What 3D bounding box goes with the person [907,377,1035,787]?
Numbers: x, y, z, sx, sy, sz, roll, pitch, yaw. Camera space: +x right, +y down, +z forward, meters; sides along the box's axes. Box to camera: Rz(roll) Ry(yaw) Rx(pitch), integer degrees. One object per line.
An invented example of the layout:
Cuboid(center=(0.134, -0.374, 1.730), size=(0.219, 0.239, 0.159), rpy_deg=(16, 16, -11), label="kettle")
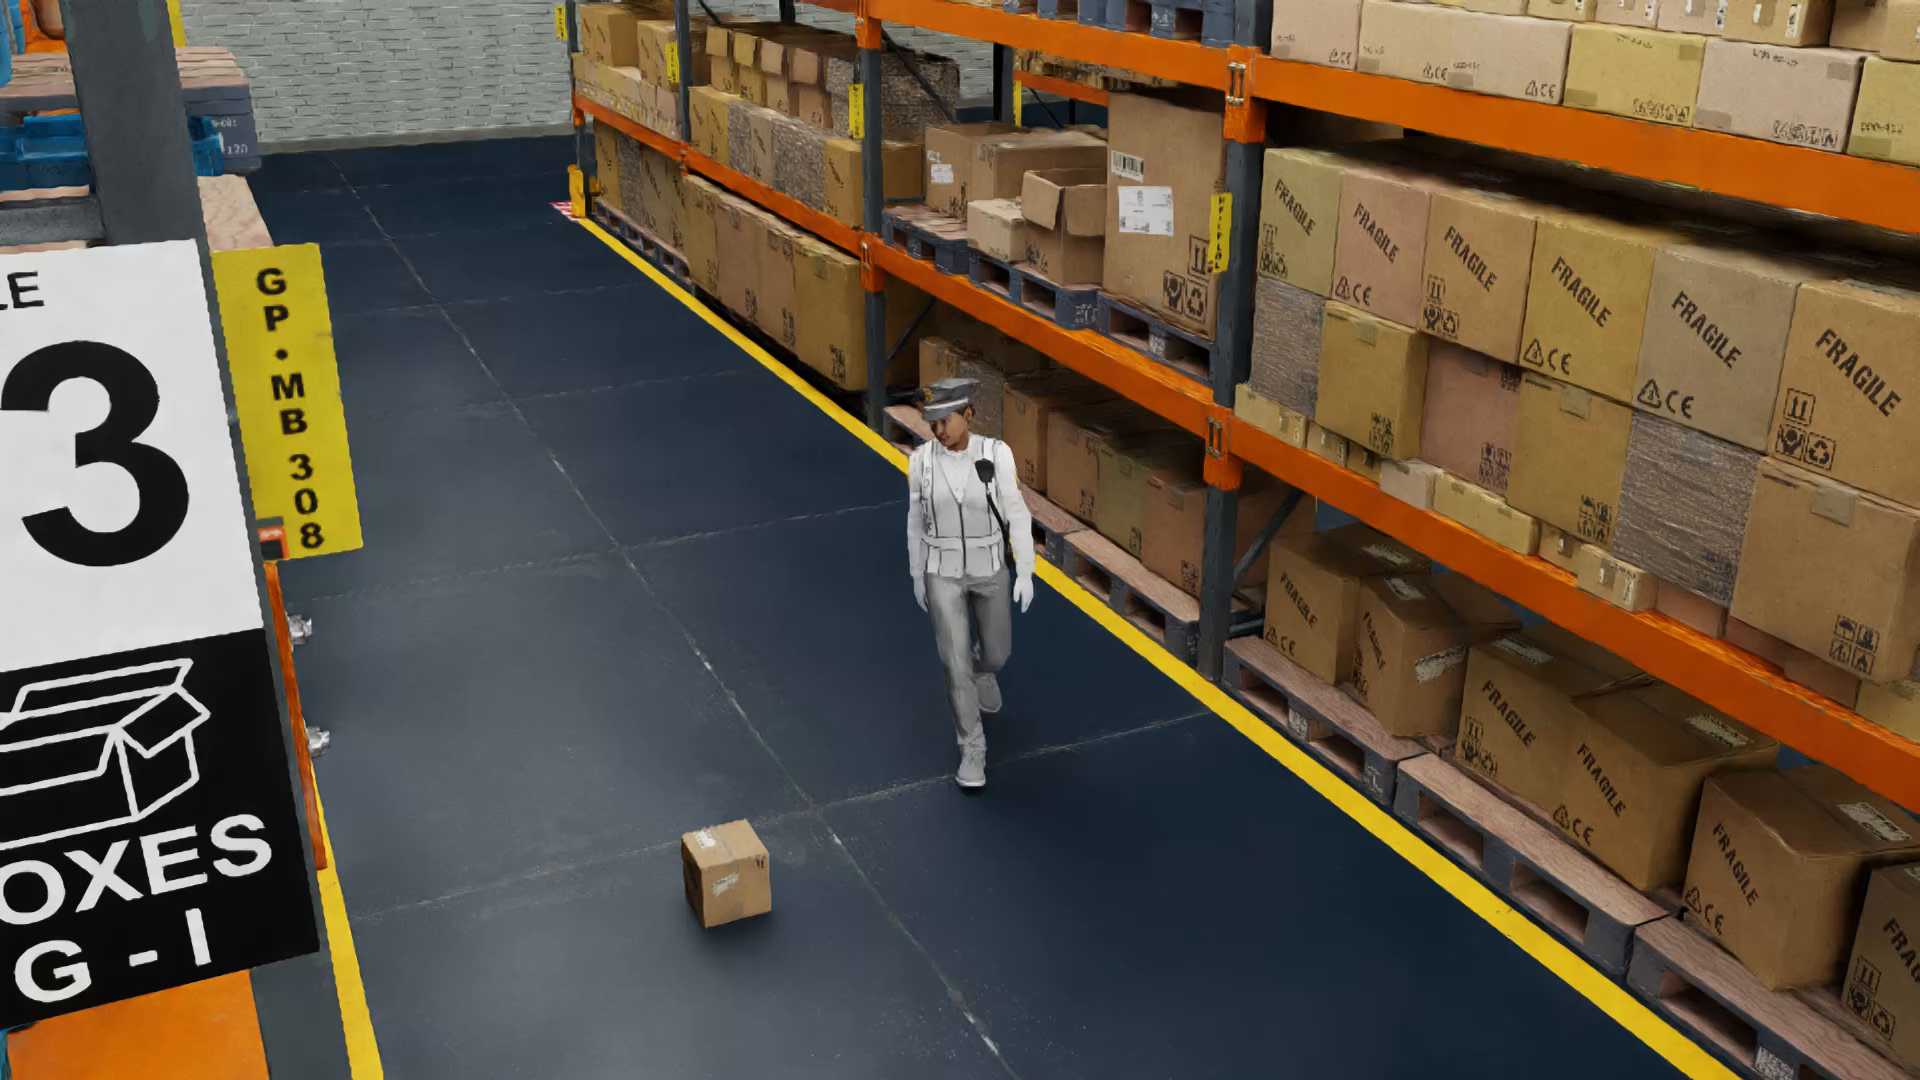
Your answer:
Cuboid(center=(0.042, 0.120, 6.777), size=(0.515, 1.636, 0.806), rpy_deg=(-1, 22, -1), label="person")
